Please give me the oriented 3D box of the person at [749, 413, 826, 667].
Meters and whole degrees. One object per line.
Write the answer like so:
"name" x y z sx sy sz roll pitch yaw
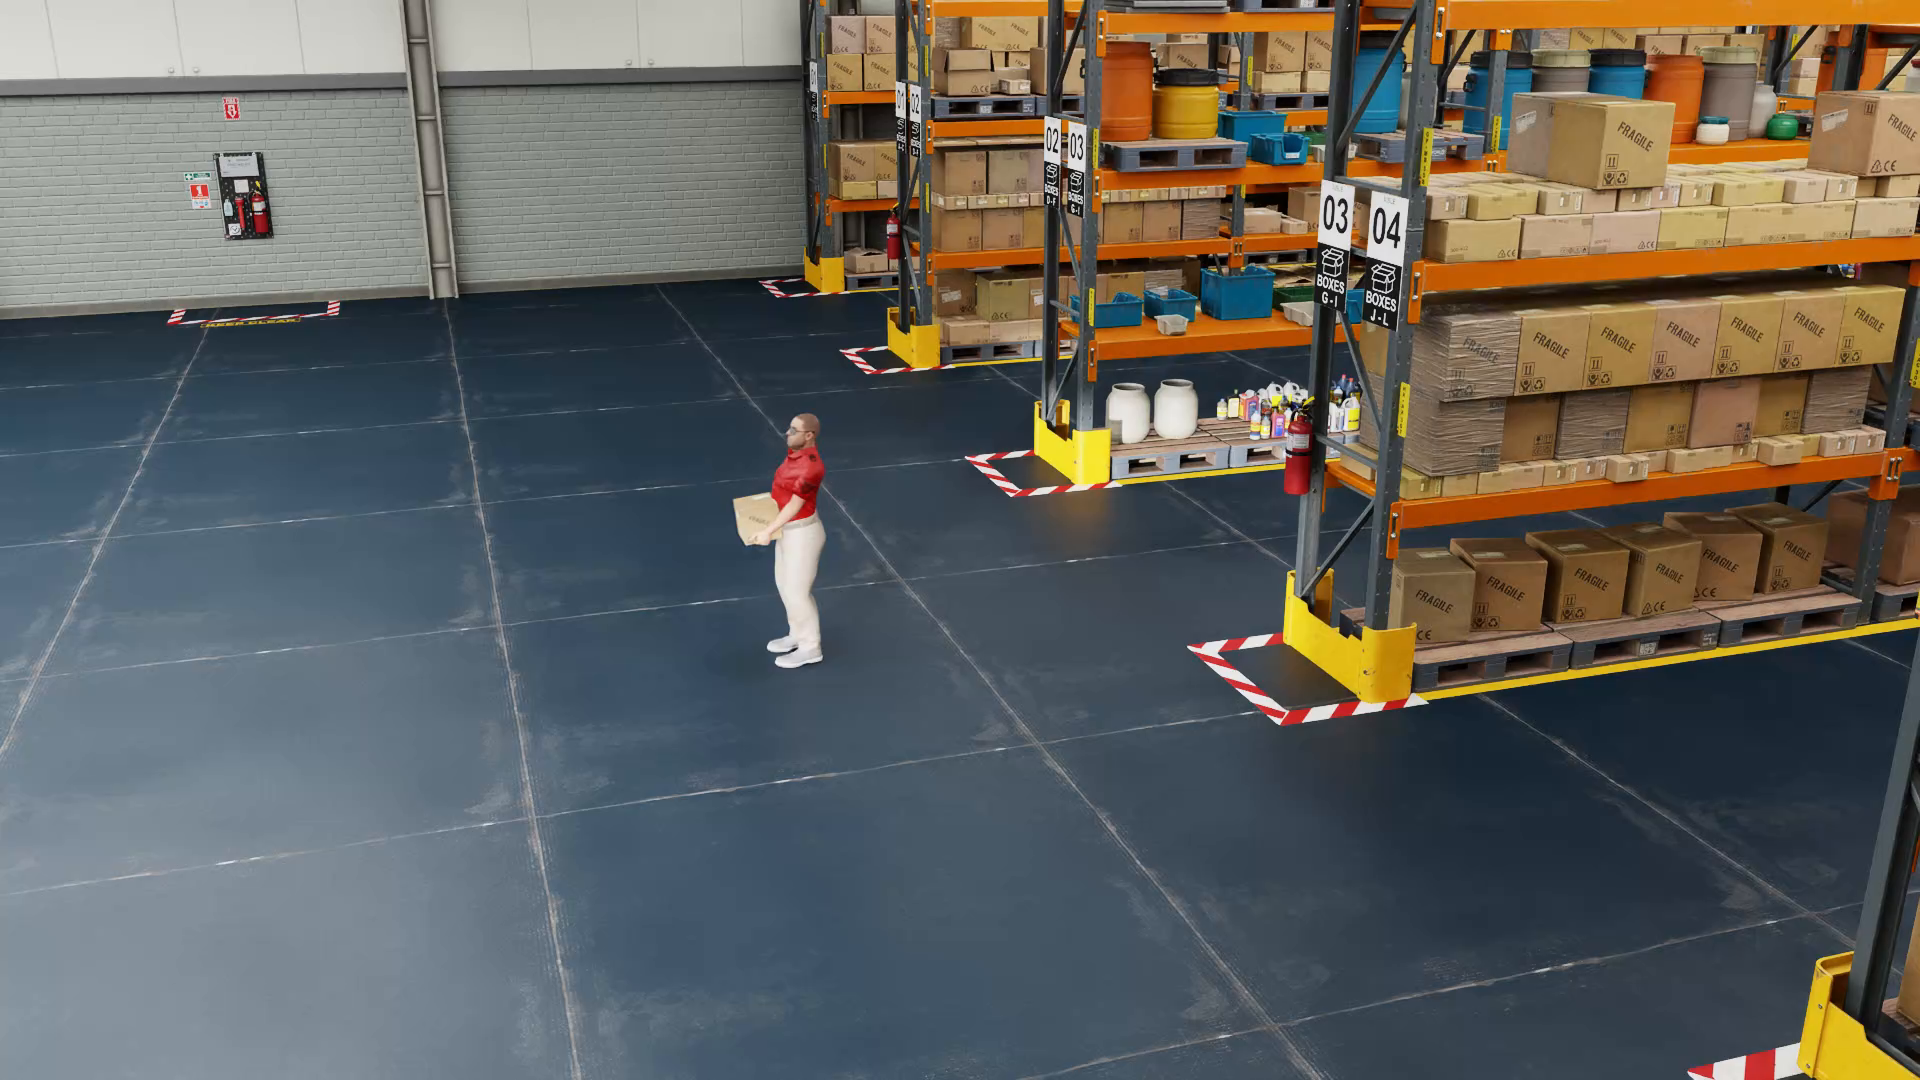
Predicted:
"person" -1.169 -0.006 11.124 0.530 1.711 0.493 -6 20 -17
